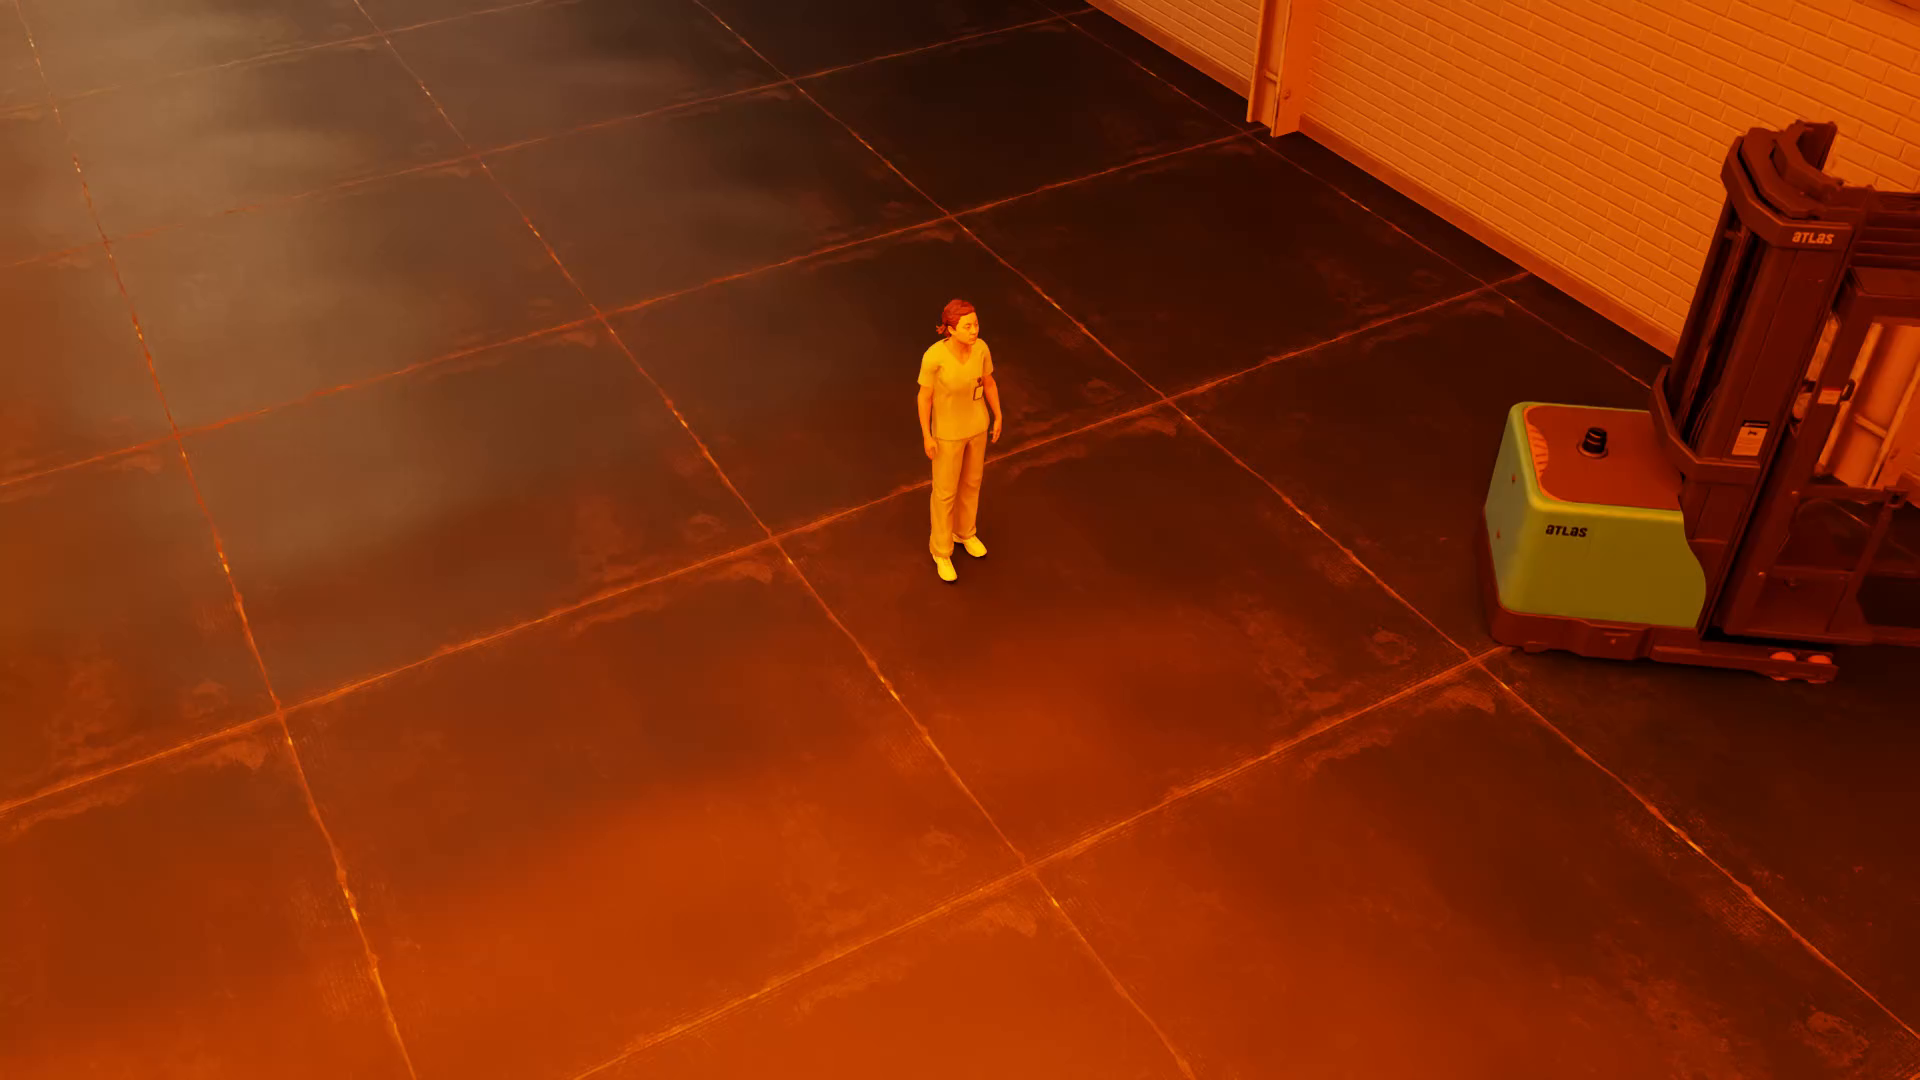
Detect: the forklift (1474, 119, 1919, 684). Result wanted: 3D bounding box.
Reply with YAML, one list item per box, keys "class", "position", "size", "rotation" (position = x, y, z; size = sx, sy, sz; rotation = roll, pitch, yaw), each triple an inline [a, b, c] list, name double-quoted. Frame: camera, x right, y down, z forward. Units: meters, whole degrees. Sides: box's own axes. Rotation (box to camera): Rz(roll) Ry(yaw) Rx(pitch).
- class: "forklift"
  position: [4.607, -0.682, 8.859]
  size: [3.031, 2.935, 1.130]
  rotation: [5, 40, 6]

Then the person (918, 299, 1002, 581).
- class: "person"
  position: [0.025, -0.606, 9.738]
  size: [0.549, 1.675, 0.549]
  rotation: [-20, 44, -23]
